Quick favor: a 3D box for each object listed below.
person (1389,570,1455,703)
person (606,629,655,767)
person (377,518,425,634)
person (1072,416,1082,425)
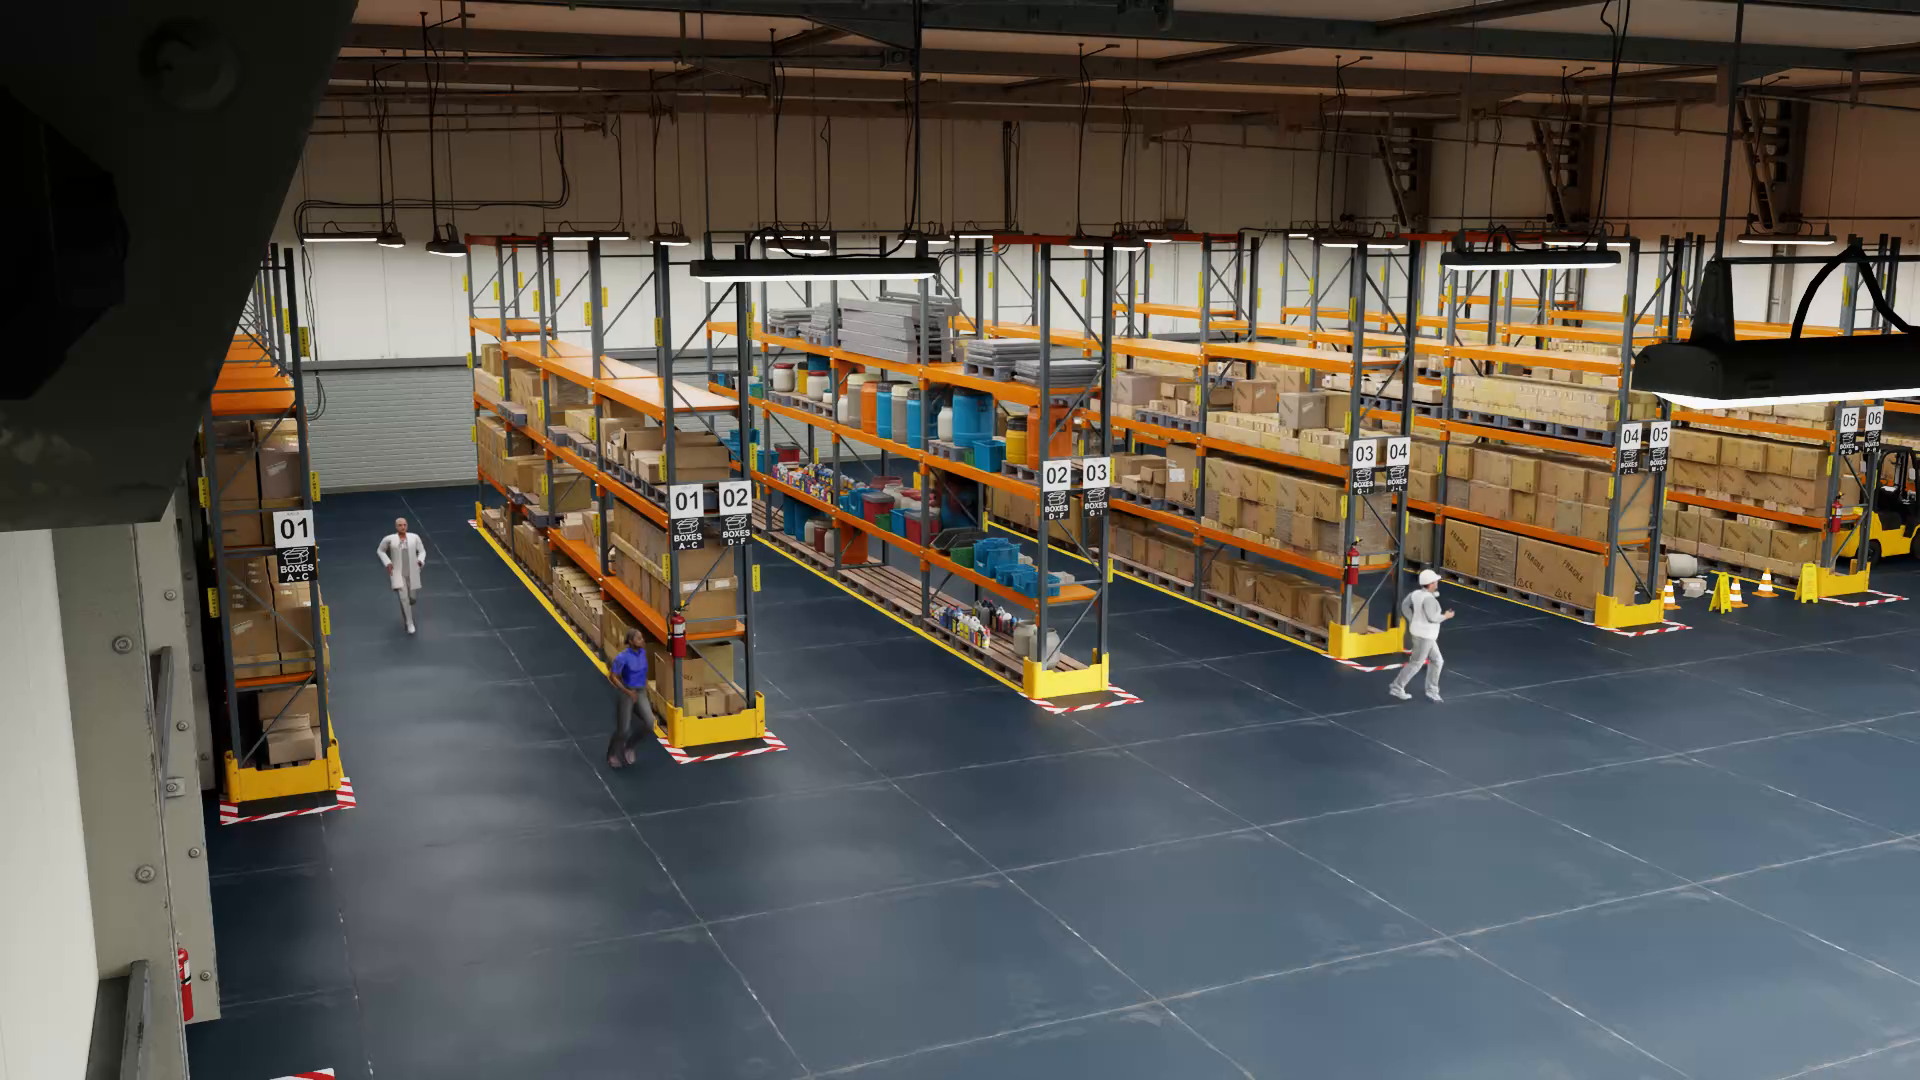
[{"bbox_3d":[6.072,1.301,21.841,0.782,1.840,0.626,1,11,5],"label":"person"},{"bbox_3d":[-3.807,1.838,19.468,0.590,1.593,0.638,9,14,39],"label":"person"},{"bbox_3d":[-8.666,0.528,25.873,0.700,1.765,0.880,-6,12,-28],"label":"person"},{"bbox_3d":[2.659,-2.342,40.642,0.711,1.742,0.506,5,12,25],"label":"person"}]
